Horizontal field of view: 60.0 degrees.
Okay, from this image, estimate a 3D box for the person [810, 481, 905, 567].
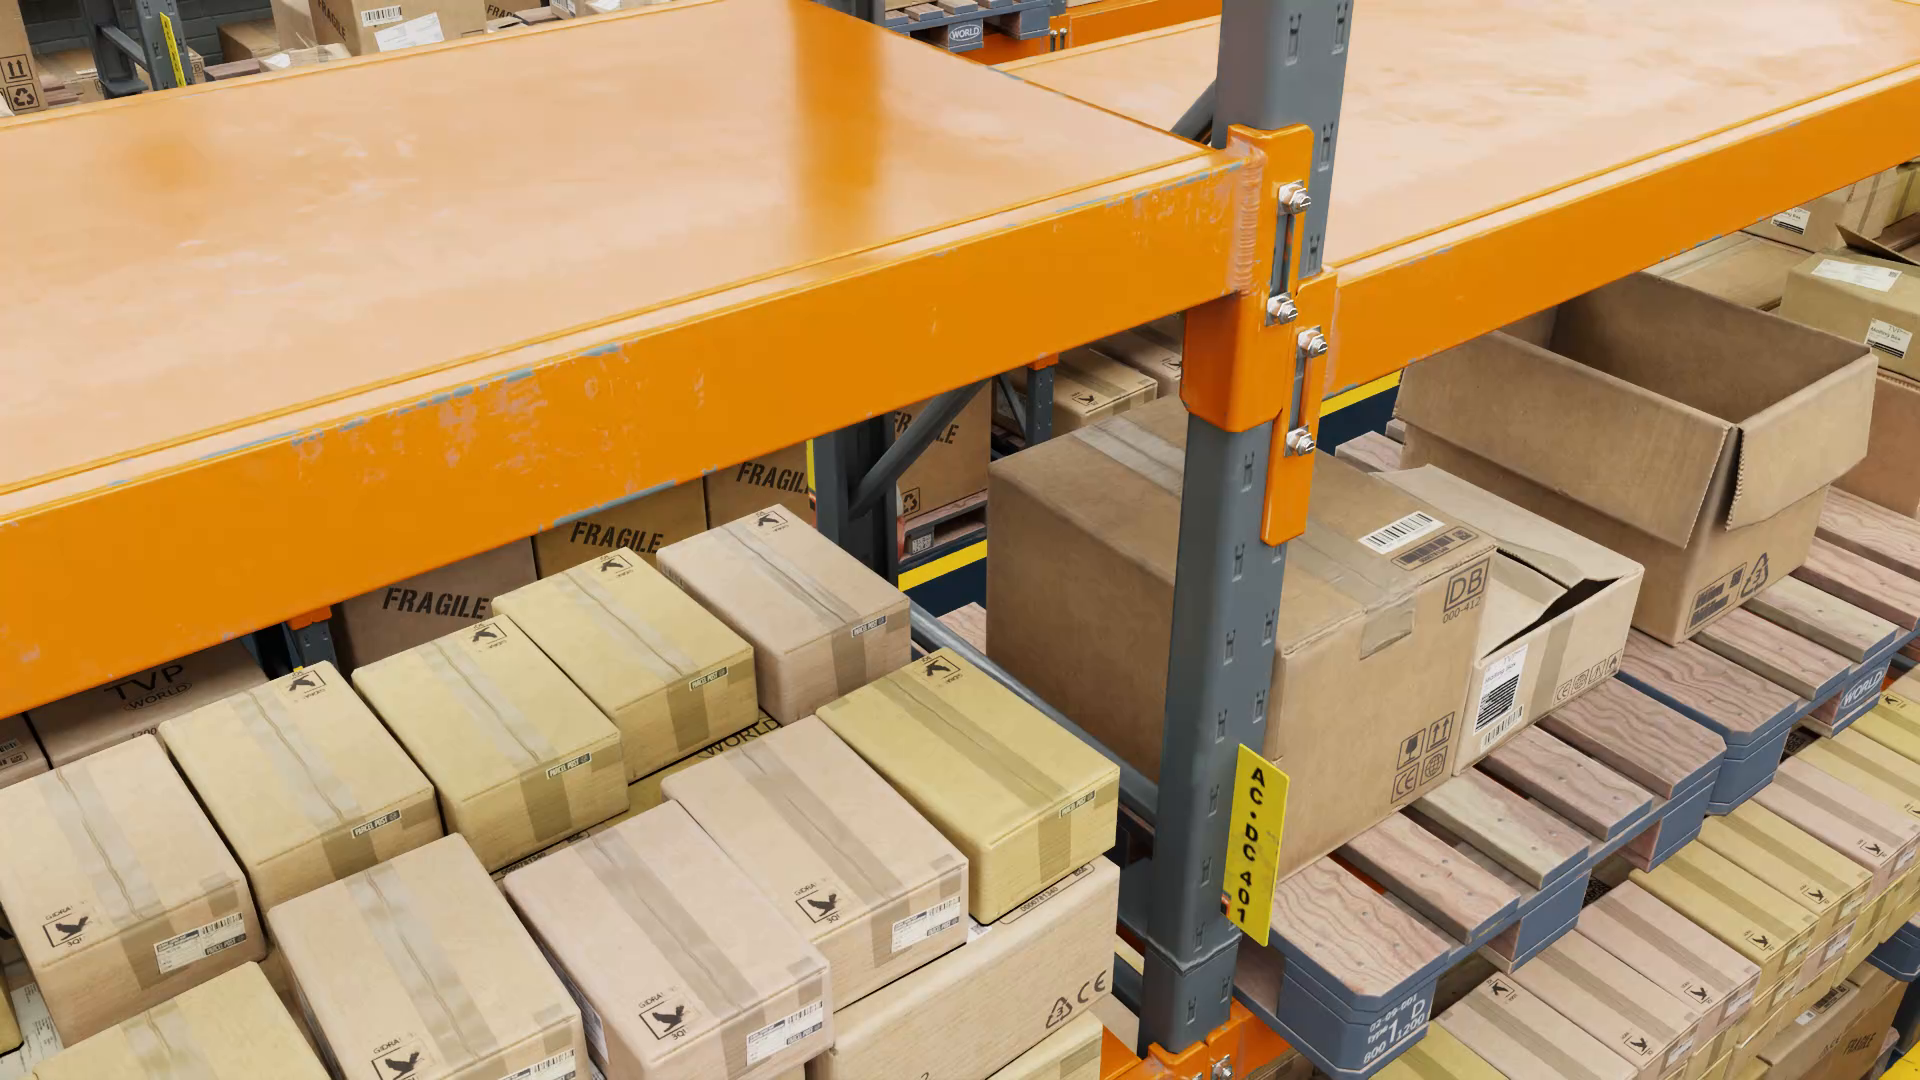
[{"bbox_3d":[-0.494,0.091,7.478,0.453,1.777,0.609,-24,39,-34],"label":"person"}]
